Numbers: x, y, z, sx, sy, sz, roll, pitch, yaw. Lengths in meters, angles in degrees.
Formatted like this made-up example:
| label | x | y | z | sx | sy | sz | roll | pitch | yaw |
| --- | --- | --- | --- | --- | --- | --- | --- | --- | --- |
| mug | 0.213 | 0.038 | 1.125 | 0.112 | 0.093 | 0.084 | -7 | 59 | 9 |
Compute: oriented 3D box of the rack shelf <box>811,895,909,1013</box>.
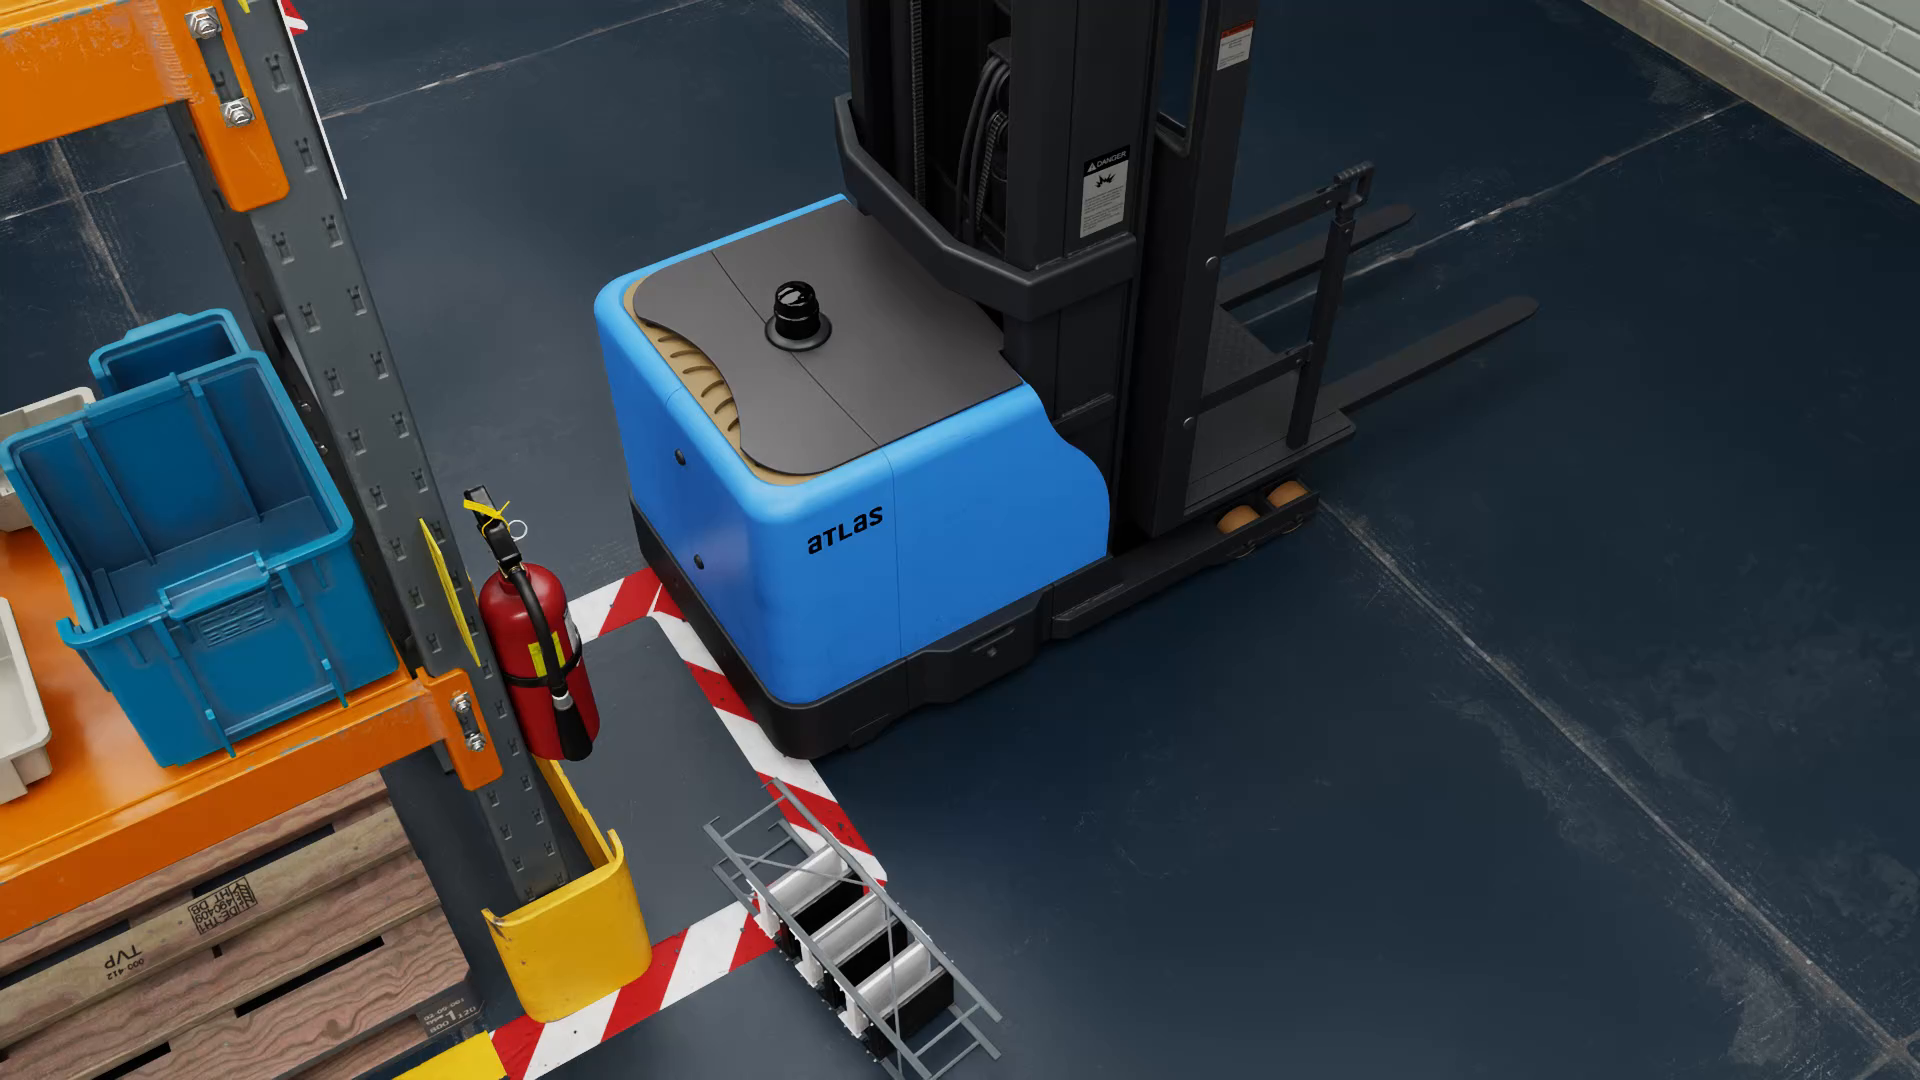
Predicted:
| label | x | y | z | sx | sy | sz | roll | pitch | yaw |
| --- | --- | --- | --- | --- | --- | --- | --- | --- | --- |
| rack shelf | -0.246 | 1.041 | 4.179 | 0.258 | 0.200 | 0.077 | -33 | 56 | -26 |

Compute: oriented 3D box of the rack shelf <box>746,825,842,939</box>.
| label | x | y | z | sx | sy | sz | roll | pitch | yaw |
| --- | --- | --- | --- | --- | --- | --- | --- | --- | --- |
| rack shelf | -0.422 | 0.888 | 4.315 | 0.258 | 0.200 | 0.077 | -33 | 56 | -26 |

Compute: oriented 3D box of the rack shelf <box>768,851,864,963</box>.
| label | x | y | z | sx | sy | sz | roll | pitch | yaw |
| --- | --- | --- | --- | --- | --- | --- | --- | --- | --- |
| rack shelf | -0.363 | 0.939 | 4.270 | 0.258 | 0.200 | 0.077 | -33 | 56 | -26 |

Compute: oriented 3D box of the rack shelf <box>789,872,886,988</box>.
| label | x | y | z | sx | sy | sz | roll | pitch | yaw |
| --- | --- | --- | --- | --- | --- | --- | --- | --- | --- |
| rack shelf | -0.304 | 0.990 | 4.224 | 0.258 | 0.200 | 0.077 | -33 | 56 | -26 |

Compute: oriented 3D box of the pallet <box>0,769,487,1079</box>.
| label | x | y | z | sx | sy | sz | roll | pitch | yaw |
| --- | --- | --- | --- | --- | --- | --- | --- | --- | --- |
| pallet | -1.957 | 1.045 | 4.178 | 1.213 | 0.211 | 1.003 | -25 | 53 | -21 |

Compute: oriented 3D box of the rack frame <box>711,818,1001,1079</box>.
| label | x | y | z | sx | sy | sz | roll | pitch | yaw |
| --- | --- | --- | --- | --- | --- | --- | --- | --- | --- |
| rack frame | -0.283 | 1.076 | 4.283 | 0.240 | 0.006 | 0.900 | -33 | 56 | -26 |

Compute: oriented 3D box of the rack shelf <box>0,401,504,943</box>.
| label | x | y | z | sx | sy | sz | roll | pitch | yaw |
| --- | --- | --- | --- | --- | --- | --- | --- | --- | --- |
| rack shelf | -2.930 | 0.850 | 2.967 | 4.000 | 0.370 | 1.077 | -25 | 53 | -21 |

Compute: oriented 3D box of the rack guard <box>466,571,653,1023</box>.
| label | x | y | z | sx | sy | sz | roll | pitch | yaw |
| --- | --- | --- | --- | --- | --- | --- | --- | --- | --- |
| rack guard | -1.225 | 0.627 | 4.357 | 0.348 | 0.500 | 1.175 | -25 | 53 | -21 |

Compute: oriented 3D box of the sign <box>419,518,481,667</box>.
| label | x | y | z | sx | sy | sz | roll | pitch | yaw |
| --- | --- | --- | --- | --- | --- | --- | --- | --- | --- |
| sign | -0.932 | 0.100 | 3.043 | 0.005 | 0.325 | 0.100 | -25 | 53 | -21 |

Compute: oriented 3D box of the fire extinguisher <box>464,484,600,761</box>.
| label | x | y | z | sx | sy | sz | roll | pitch | yaw |
| --- | --- | --- | --- | --- | --- | --- | --- | --- | --- |
| fire extinguisher | -0.869 | 0.190 | 3.374 | 0.183 | 0.674 | 0.296 | -25 | 53 | -21 |

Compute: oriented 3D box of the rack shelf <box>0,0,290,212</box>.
| label | x | y | z | sx | sy | sz | roll | pitch | yaw |
| --- | --- | --- | --- | --- | --- | --- | --- | --- | --- |
| rack shelf | -2.930 | -0.148 | 1.846 | 4.000 | 0.370 | 1.077 | -25 | 53 | -21 |

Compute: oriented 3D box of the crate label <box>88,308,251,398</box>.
| label | x | y | z | sx | sy | sz | roll | pitch | yaw |
| --- | --- | --- | --- | --- | --- | --- | --- | --- | --- |
| crate label | -1.623 | -0.260 | 3.545 | 0.303 | 0.233 | 0.416 | -25 | 53 | -21 |

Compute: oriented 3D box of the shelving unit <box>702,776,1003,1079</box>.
| label | x | y | z | sx | sy | sz | roll | pitch | yaw |
| --- | --- | --- | --- | --- | --- | --- | --- | --- | --- |
| shelving unit | -0.283 | 1.009 | 4.208 | 0.258 | 0.210 | 0.900 | -33 | 56 | -26 |

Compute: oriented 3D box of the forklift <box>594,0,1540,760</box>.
| label | x | y | z | sx | sy | sz | roll | pitch | yaw |
| --- | --- | --- | --- | --- | --- | --- | --- | --- | --- |
| forklift | 0.526 | -1.227 | 4.380 | 3.031 | 2.935 | 1.130 | -26 | 53 | -21 |

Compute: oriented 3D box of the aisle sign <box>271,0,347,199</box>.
| label | x | y | z | sx | sy | sz | roll | pitch | yaw |
| --- | --- | --- | --- | --- | --- | --- | --- | --- | --- |
| aisle sign | -1.022 | -0.895 | 2.298 | 0.004 | 0.787 | 0.394 | -25 | 53 | -21 |

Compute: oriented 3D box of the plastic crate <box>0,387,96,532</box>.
| label | x | y | z | sx | sy | sz | roll | pitch | yaw |
| --- | --- | --- | --- | --- | --- | --- | --- | --- | --- |
| plastic crate | -1.939 | -0.153 | 3.514 | 0.298 | 0.136 | 0.250 | -25 | 53 | -21 |

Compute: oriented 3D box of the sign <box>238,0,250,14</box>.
| label | x | y | z | sx | sy | sz | roll | pitch | yaw |
| --- | --- | --- | --- | --- | --- | --- | --- | --- | --- |
| sign | -0.932 | -0.808 | 2.023 | 0.005 | 0.325 | 0.100 | -25 | 53 | -21 |

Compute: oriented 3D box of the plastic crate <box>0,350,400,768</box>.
| label | x | y | z | sx | sy | sz | roll | pitch | yaw |
| --- | --- | --- | --- | --- | --- | --- | --- | --- | --- |
| plastic crate | -1.422 | 0.033 | 3.148 | 0.499 | 0.435 | 0.616 | -25 | 53 | -21 |

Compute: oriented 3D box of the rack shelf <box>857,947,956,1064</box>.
| label | x | y | z | sx | sy | sz | roll | pitch | yaw |
| --- | --- | --- | --- | --- | --- | --- | --- | --- | --- |
| rack shelf | -0.128 | 1.143 | 4.088 | 0.258 | 0.200 | 0.077 | -33 | 56 | -26 |

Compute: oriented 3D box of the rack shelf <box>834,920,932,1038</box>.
| label | x | y | z | sx | sy | sz | roll | pitch | yaw |
| --- | --- | --- | --- | --- | --- | --- | --- | --- | --- |
| rack shelf | -0.187 | 1.092 | 4.134 | 0.258 | 0.200 | 0.077 | -33 | 56 | -26 |

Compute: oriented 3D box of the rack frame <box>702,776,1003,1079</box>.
| label | x | y | z | sx | sy | sz | roll | pitch | yaw |
| --- | --- | --- | --- | --- | --- | --- | --- | --- | --- |
| rack frame | -0.283 | 0.941 | 4.132 | 0.240 | 0.006 | 0.900 | -33 | 56 | -26 |

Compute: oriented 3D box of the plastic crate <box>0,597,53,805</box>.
| label | x | y | z | sx | sy | sz | roll | pitch | yaw |
| --- | --- | --- | --- | --- | --- | --- | --- | --- | --- |
| plastic crate | -1.832 | 0.320 | 3.092 | 0.243 | 0.136 | 0.396 | -25 | 53 | -21 |

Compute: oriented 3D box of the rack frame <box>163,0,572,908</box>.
| label | x | y | z | sx | sy | sz | roll | pitch | yaw |
| --- | --- | --- | --- | --- | --- | --- | --- | --- | --- |
| rack frame | -1.239 | -0.187 | 3.408 | 0.127 | 3.000 | 1.000 | -25 | 53 | -21 |
